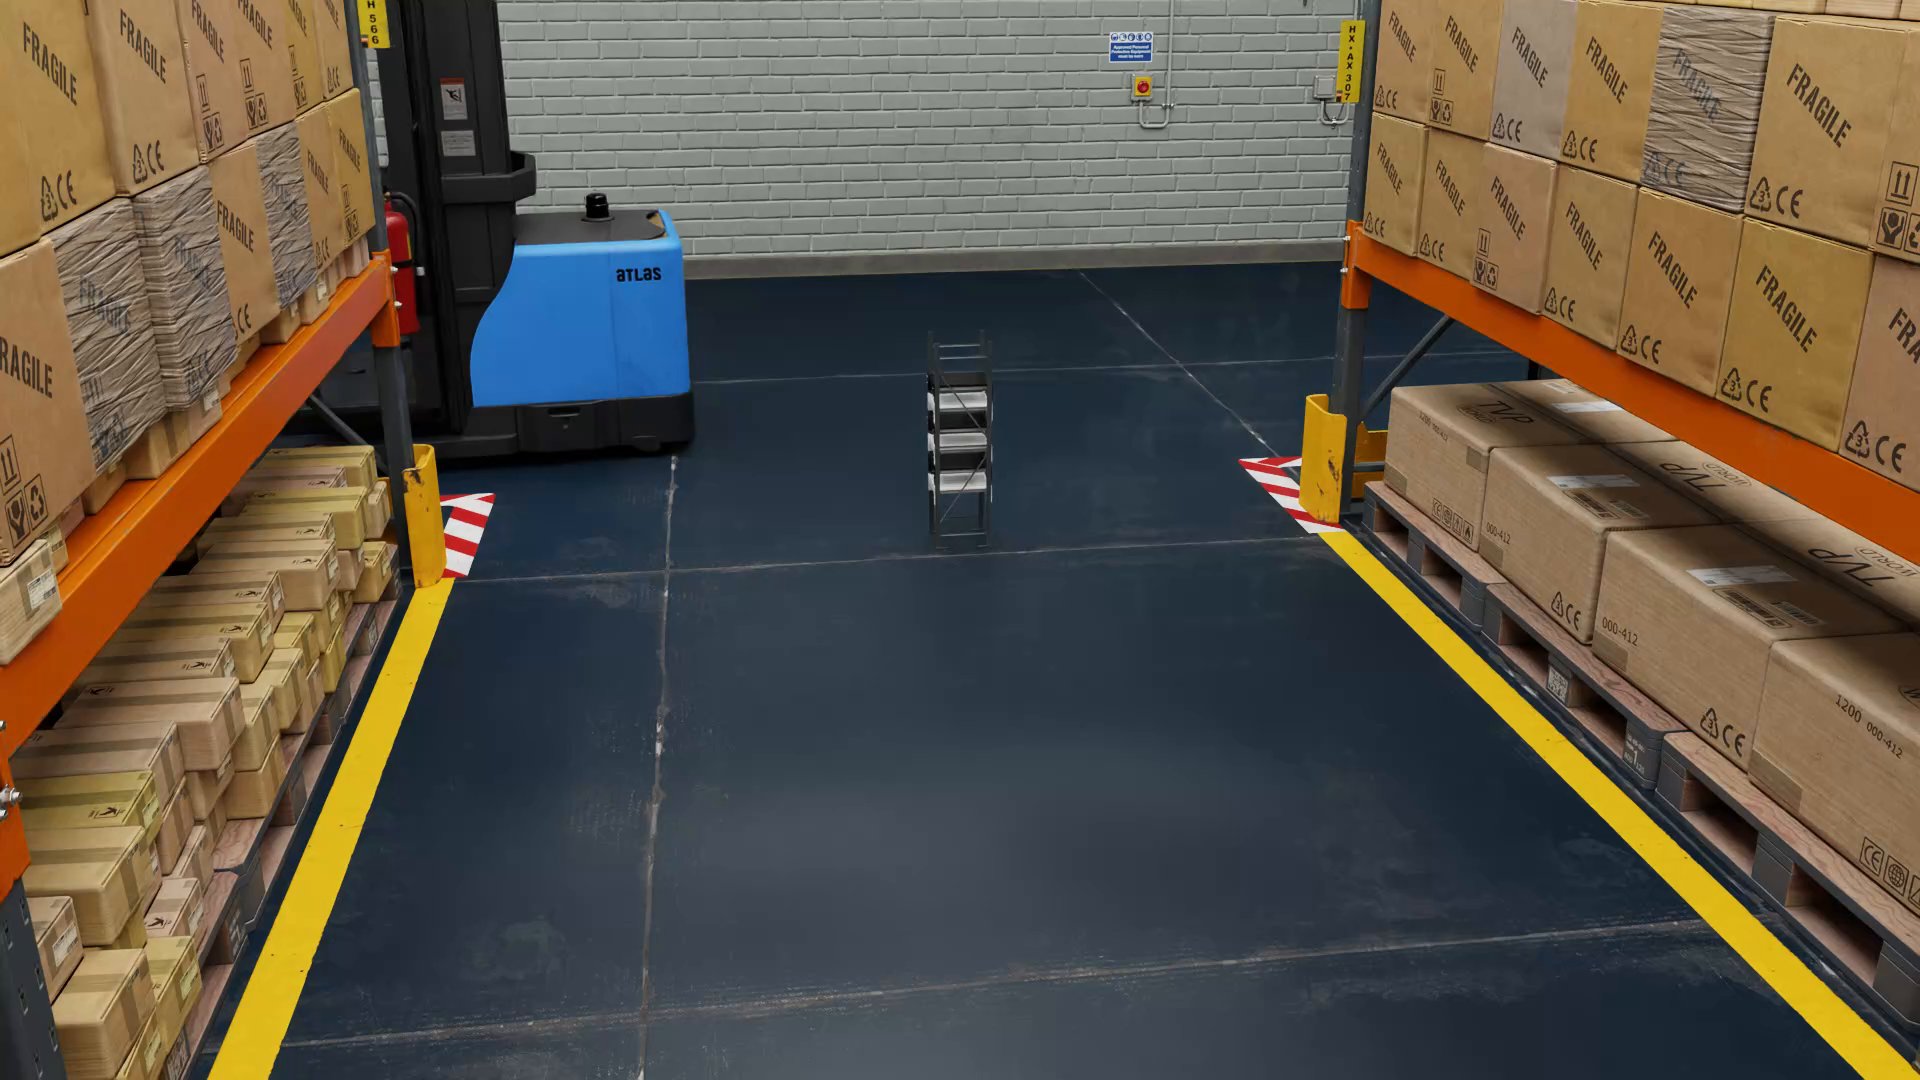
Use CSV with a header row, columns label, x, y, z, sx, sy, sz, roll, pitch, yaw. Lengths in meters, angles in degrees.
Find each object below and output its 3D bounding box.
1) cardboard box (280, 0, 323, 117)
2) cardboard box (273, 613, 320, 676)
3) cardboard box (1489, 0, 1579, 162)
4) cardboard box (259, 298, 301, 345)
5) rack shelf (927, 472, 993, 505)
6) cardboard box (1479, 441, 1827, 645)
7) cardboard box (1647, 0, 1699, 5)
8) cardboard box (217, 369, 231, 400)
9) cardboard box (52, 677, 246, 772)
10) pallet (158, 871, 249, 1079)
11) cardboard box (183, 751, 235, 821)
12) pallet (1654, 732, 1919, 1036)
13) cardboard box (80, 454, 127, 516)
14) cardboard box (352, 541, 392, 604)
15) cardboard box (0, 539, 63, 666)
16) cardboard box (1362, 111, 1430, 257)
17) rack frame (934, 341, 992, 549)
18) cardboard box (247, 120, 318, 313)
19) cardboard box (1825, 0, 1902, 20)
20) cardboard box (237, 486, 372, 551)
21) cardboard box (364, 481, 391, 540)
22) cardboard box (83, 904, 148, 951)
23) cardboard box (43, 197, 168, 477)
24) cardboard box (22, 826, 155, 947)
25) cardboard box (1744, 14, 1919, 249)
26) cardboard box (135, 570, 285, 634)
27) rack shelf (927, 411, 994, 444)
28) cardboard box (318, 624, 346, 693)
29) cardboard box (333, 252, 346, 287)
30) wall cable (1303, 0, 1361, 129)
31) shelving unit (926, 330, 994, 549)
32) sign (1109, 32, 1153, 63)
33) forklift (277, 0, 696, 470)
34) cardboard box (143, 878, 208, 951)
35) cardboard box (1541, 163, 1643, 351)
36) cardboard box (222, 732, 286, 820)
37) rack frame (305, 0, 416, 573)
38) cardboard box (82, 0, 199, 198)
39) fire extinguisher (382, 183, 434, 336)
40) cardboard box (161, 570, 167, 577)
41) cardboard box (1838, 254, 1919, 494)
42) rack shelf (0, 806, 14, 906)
label,x,y,z,sx,sy,sz,roll,pitch,yaw
cardboard box,-2.338,-1.605,5.228,0.500,0.500,0.500,-4,21,-10
cardboard box,-2.182,0.344,5.056,0.380,0.149,0.250,-2,21,-5
cardboard box,2.111,-1.534,5.465,0.500,0.500,0.500,-3,21,-8
cardboard box,-2.278,-0.701,5.165,0.380,0.149,0.250,-4,21,-10
rack shelf,-0.001,-0.225,7.141,0.258,0.077,0.200,-3,21,-8
cardboard box,2.495,-0.013,6.025,0.875,0.438,0.875,-2,21,-6
cardboard box,2.205,-1.611,4.743,0.380,0.149,0.250,-3,21,-8
cardboard box,-2.186,-0.427,4.432,0.380,0.149,0.250,-2,21,-6
cardboard box,-2.074,0.479,4.271,0.380,0.149,0.250,-2,21,-7
pallet,-2.279,1.189,3.731,1.003,0.211,1.213,-3,21,-8
cardboard box,-2.131,0.616,4.330,0.380,0.149,0.250,-2,21,-5
pallet,2.705,0.868,4.591,1.003,0.211,1.213,-3,21,-8
cardboard box,-2.099,-0.153,3.698,0.380,0.149,0.250,-4,21,-10
cardboard box,-2.304,0.123,6.074,0.380,0.149,0.250,-2,21,-6
cardboard box,-1.864,0.117,2.976,0.380,0.149,0.250,-2,21,-6
cardboard box,1.945,-1.422,6.594,0.500,0.500,0.500,-3,21,-8
rack frame,0.014,-0.389,6.972,0.240,0.900,0.006,-3,21,-8
cardboard box,-2.252,-0.961,4.935,0.500,0.500,0.500,-3,21,-8
cardboard box,2.366,-1.351,4.048,0.380,0.149,0.250,-3,21,-8
cardboard box,-2.254,-0.068,5.734,0.380,0.149,0.250,-3,21,-9
cardboard box,-2.365,-0.104,6.256,0.380,0.149,0.250,-3,21,-9
cardboard box,-2.008,0.888,3.600,0.380,0.149,0.250,-3,21,-7
cardboard box,-2.047,-0.428,3.507,0.500,0.500,0.500,-3,21,-8
cardboard box,-1.973,0.745,3.557,0.380,0.149,0.250,-2,21,-5
cardboard box,2.330,-1.012,4.067,0.500,0.500,0.500,-3,21,-9
cardboard box,-2.257,0.212,4.985,0.380,0.149,0.250,-4,21,-10
rack shelf,-0.001,-0.477,7.046,0.258,0.077,0.200,-3,21,-8
cardboard box,-2.204,0.389,5.362,0.380,0.149,0.250,-4,21,-10
cardboard box,-2.398,-0.967,5.878,0.380,0.149,0.250,-3,21,-8
wall cable,2.726,-4.059,12.344,0.588,1.984,0.122,-3,21,-8
shelving unit,-0.001,-0.424,7.066,0.258,0.900,0.210,-3,21,-8
sign,1.268,-3.653,12.322,0.327,0.218,0.001,-3,21,-8
forklift,-2.913,-1.865,8.022,3.031,2.935,1.130,-5,21,-12
cardboard box,-2.007,0.934,3.902,0.380,0.149,0.250,-3,21,-8
cardboard box,2.190,-0.899,5.193,0.500,0.500,0.500,-2,21,-6
cardboard box,-2.109,0.663,4.629,0.380,0.149,0.250,-3,21,-9
rack frame,-2.724,-1.271,6.333,1.000,3.000,0.127,-3,21,-8
cardboard box,-2.103,-1.064,3.782,0.500,0.500,0.500,-3,21,-7
fire extinguisher,-2.303,-1.171,6.708,0.296,0.674,0.183,-3,21,-8
cardboard box,-2.798,0.052,5.414,0.380,0.149,0.250,-4,21,-10
cardboard box,2.417,-0.366,3.765,0.500,0.500,0.500,-3,21,-7
rack shelf,-1.859,1.143,0.897,1.077,0.370,4.000,-3,21,-8
